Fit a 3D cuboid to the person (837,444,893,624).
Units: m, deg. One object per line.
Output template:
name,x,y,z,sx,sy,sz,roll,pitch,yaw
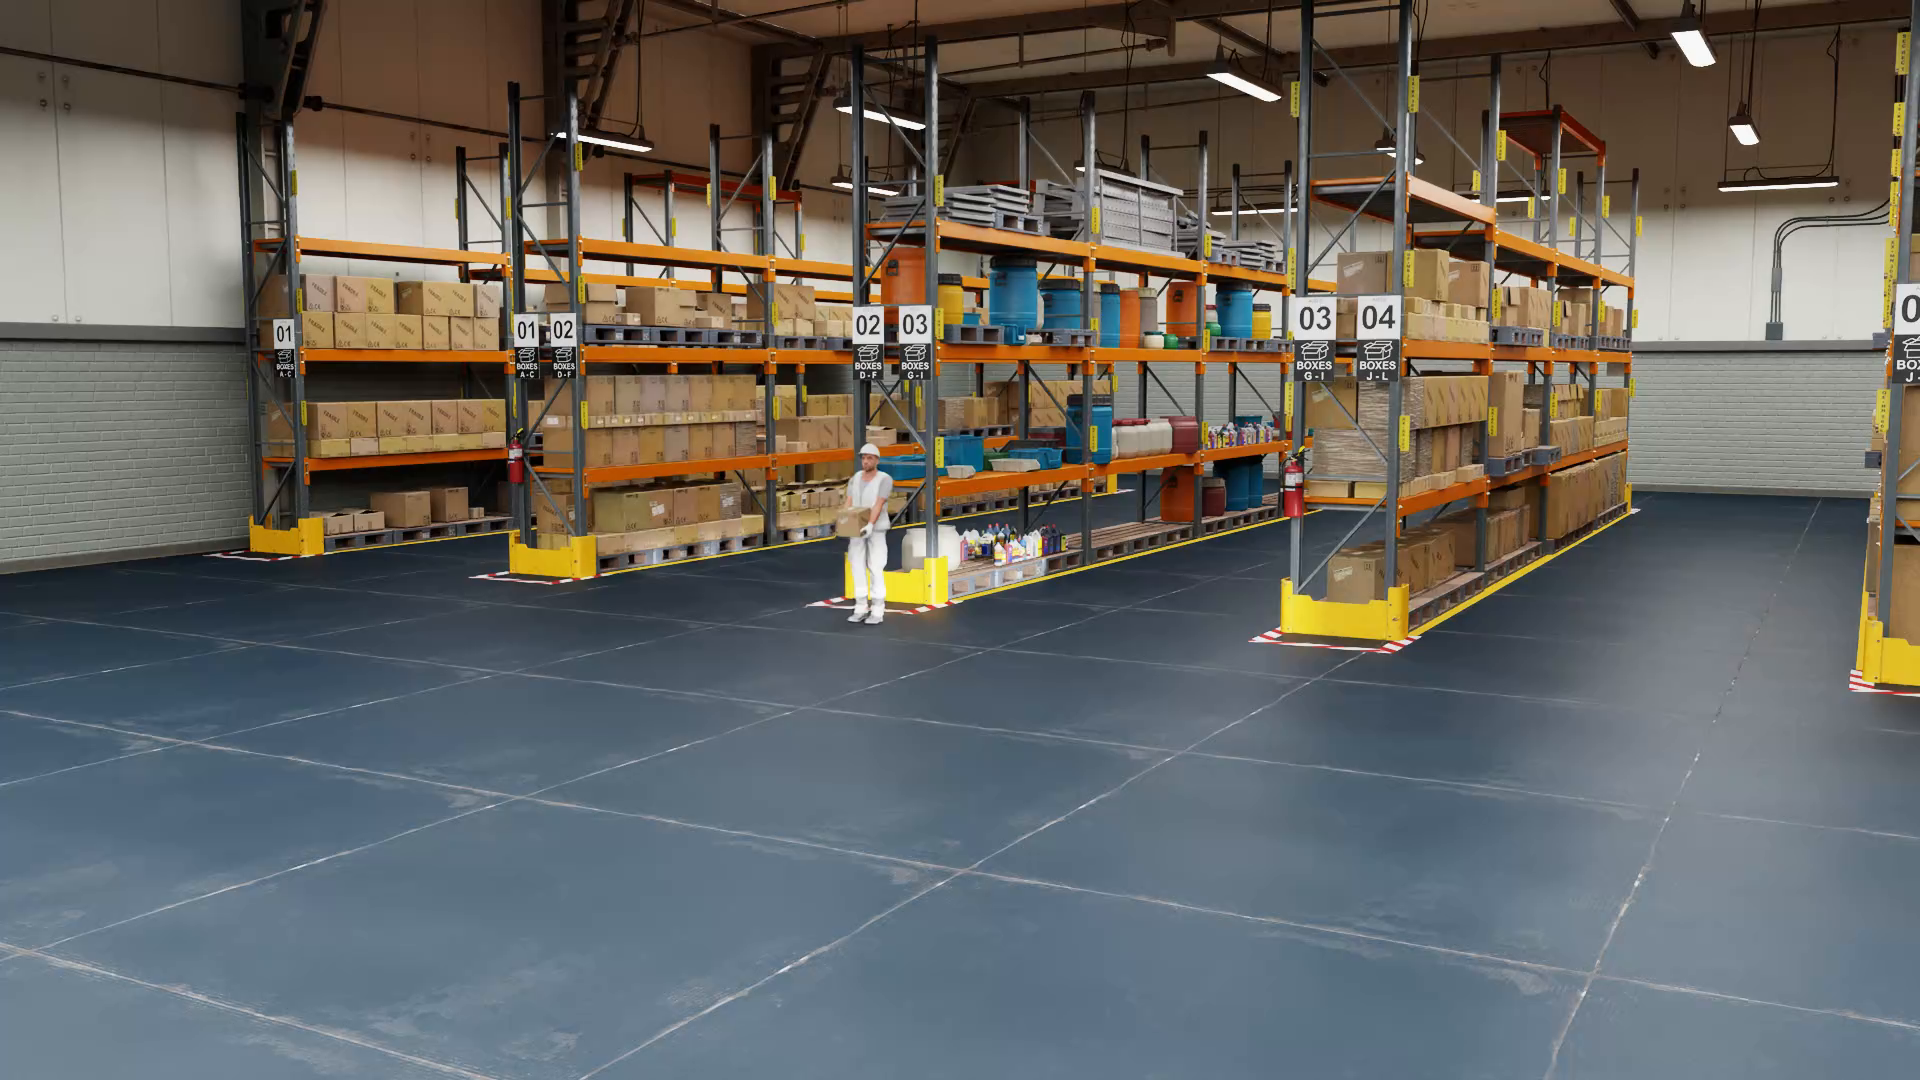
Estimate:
person,-0.946,-0.060,16.548,0.495,1.787,0.563,3,7,28
